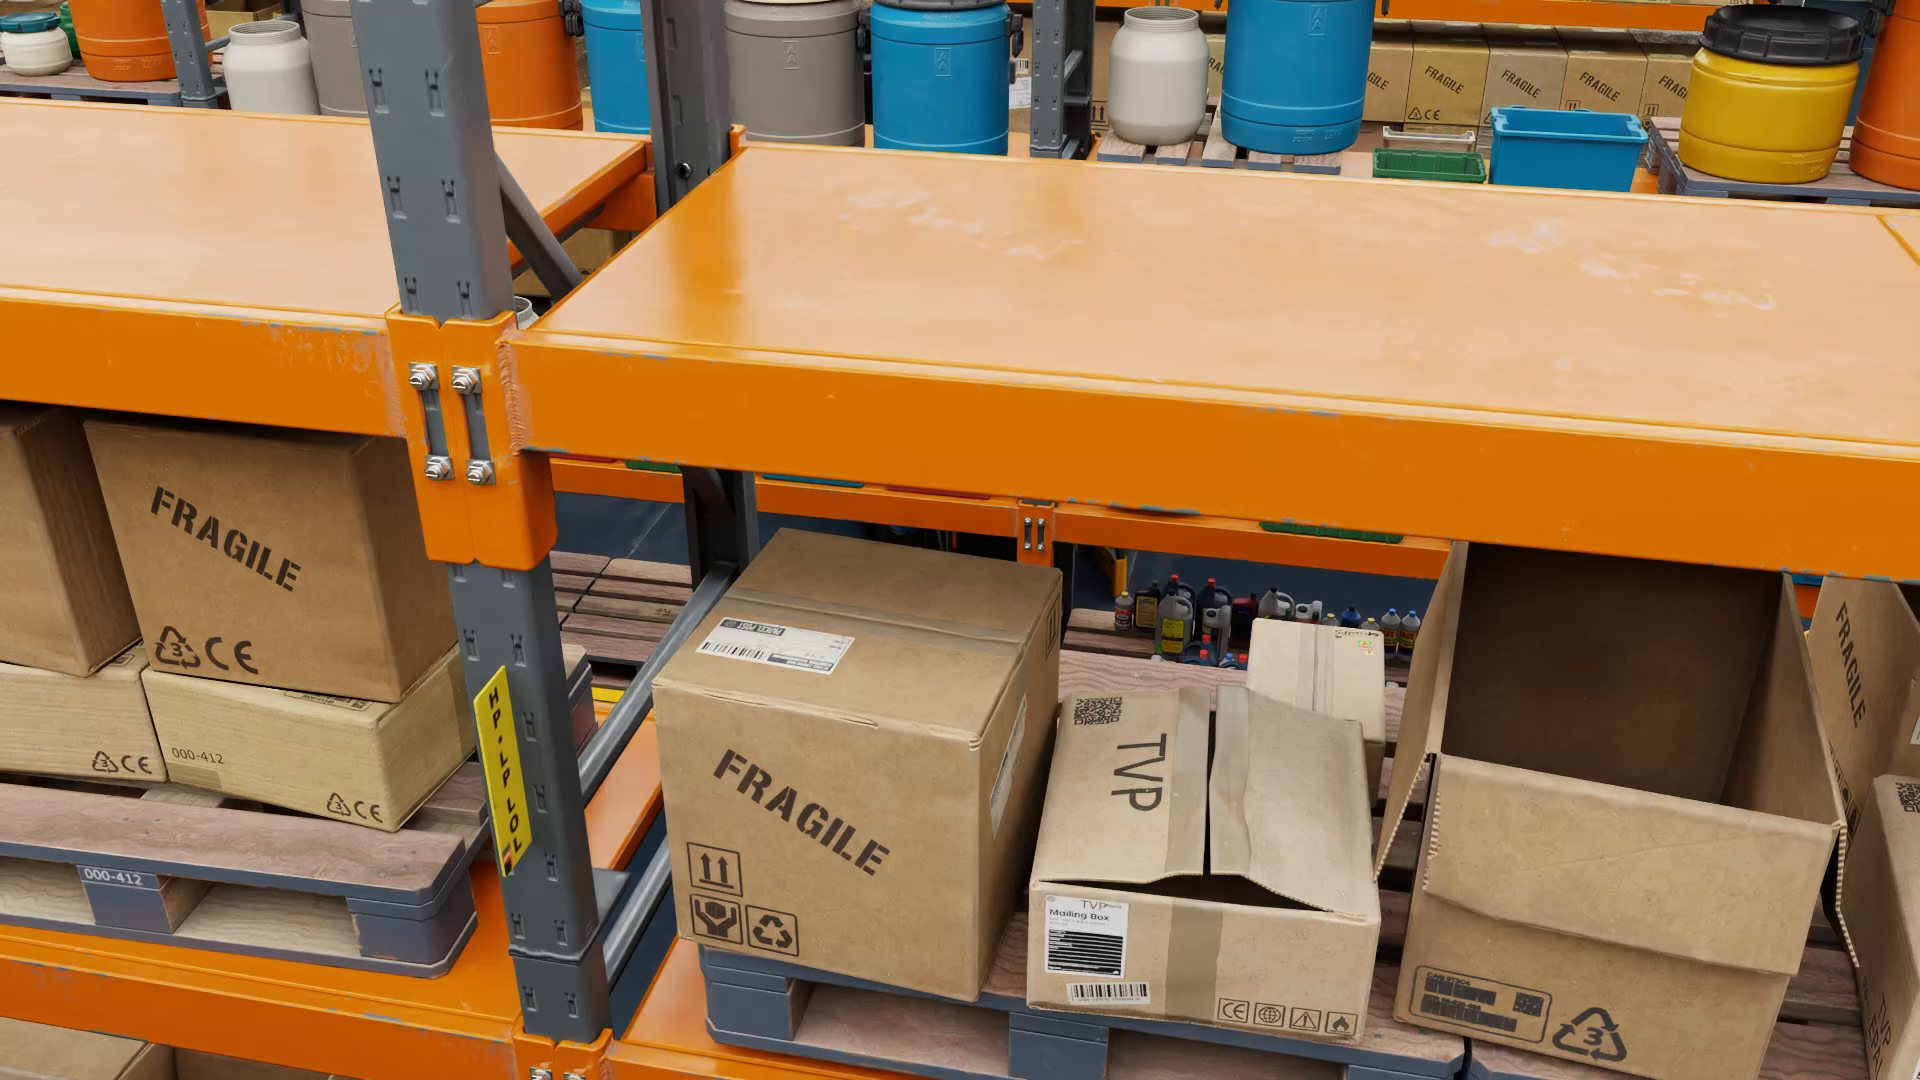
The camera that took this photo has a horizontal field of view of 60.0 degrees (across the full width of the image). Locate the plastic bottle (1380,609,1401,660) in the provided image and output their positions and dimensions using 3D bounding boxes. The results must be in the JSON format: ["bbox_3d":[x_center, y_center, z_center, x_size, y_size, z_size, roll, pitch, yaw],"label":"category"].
[{"bbox_3d":[2.229,0.480,8.632,0.097,0.271,0.097,0,29,0],"label":"plastic bottle"}]

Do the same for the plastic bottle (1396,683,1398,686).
[{"bbox_3d":[2.114,0.793,8.134,0.097,0.201,0.097,0,29,0],"label":"plastic bottle"}]

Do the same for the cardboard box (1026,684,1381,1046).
[{"bbox_3d":[0.386,0.480,2.635,0.500,0.311,0.500,4,29,8],"label":"cardboard box"}]

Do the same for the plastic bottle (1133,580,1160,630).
[{"bbox_3d":[0.998,0.340,8.876,0.133,0.283,0.061,7,30,13],"label":"plastic bottle"}]

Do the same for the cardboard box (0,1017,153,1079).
[{"bbox_3d":[-2.333,1.542,4.205,0.500,0.500,0.500,6,29,11],"label":"cardboard box"}]

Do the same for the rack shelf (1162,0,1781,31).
[{"bbox_3d":[3.448,-3.678,11.469,4.000,0.370,1.077,6,29,11],"label":"rack shelf"}]

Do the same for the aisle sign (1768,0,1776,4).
[{"bbox_3d":[5.528,-3.752,11.272,0.004,0.787,0.394,6,29,11],"label":"aisle sign"}]

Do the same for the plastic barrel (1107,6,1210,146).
[{"bbox_3d":[0.838,-1.965,7.039,0.421,0.512,0.421,0,29,0],"label":"plastic barrel"}]

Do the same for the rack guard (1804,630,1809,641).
[{"bbox_3d":[4.286,0.960,7.976,0.348,0.500,1.175,6,29,11],"label":"rack guard"}]

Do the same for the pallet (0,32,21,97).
[{"bbox_3d":[-5.469,-2.442,8.660,1.213,0.211,1.003,6,29,11],"label":"pallet"}]

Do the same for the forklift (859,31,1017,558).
[{"bbox_3d":[-0.354,-1.793,10.473,1.130,2.935,3.031,-9,30,-16],"label":"forklift"}]

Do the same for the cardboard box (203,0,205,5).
[{"bbox_3d":[-8.351,-6.046,18.431,0.250,0.149,0.380,5,29,9],"label":"cardboard box"}]

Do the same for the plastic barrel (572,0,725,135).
[{"bbox_3d":[-1.364,-2.168,7.440,0.708,0.901,0.600,6,29,11],"label":"plastic barrel"}]

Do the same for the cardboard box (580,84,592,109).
[{"bbox_3d":[-2.954,-3.256,12.970,0.500,0.500,0.500,7,29,12],"label":"cardboard box"}]

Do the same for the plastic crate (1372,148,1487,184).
[{"bbox_3d":[1.944,-1.489,6.943,0.450,0.188,0.336,6,29,11],"label":"plastic crate"}]

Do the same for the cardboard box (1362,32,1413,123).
[{"bbox_3d":[2.858,-3.227,11.565,0.500,0.500,0.500,6,29,11],"label":"cardboard box"}]

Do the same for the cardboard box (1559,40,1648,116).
[{"bbox_3d":[4.325,-3.076,11.290,0.500,0.500,0.500,6,29,11],"label":"cardboard box"}]

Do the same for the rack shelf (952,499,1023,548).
[{"bbox_3d":[0.363,-0.226,9.463,1.000,0.185,0.538,-9,29,-14],"label":"rack shelf"}]

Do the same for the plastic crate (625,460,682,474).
[{"bbox_3d":[-1.304,-0.501,8.262,0.662,0.188,0.450,6,29,11],"label":"plastic crate"}]

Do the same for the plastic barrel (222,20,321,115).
[{"bbox_3d":[-3.214,-2.143,7.800,0.421,0.512,0.421,0,29,0],"label":"plastic barrel"}]

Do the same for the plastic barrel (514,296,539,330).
[{"bbox_3d":[-2.403,-0.999,8.835,0.421,0.512,0.421,0,29,0],"label":"plastic barrel"}]

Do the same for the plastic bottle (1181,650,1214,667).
[{"bbox_3d":[1.161,0.693,8.161,0.185,0.351,0.144,7,29,12],"label":"plastic bottle"}]

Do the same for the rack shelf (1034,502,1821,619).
[{"bbox_3d":[2.414,-0.036,7.941,4.000,0.370,1.077,6,29,11],"label":"rack shelf"}]

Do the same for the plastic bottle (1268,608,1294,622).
[{"bbox_3d":[1.655,0.478,8.624,0.133,0.283,0.061,6,29,11],"label":"plastic bottle"}]

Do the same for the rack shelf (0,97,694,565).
[{"bbox_3d":[-2.536,-0.567,3.081,4.000,0.370,1.077,6,29,11],"label":"rack shelf"}]

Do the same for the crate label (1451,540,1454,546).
[{"bbox_3d":[2.514,-0.224,7.499,0.616,0.435,0.502,6,29,11],"label":"crate label"}]

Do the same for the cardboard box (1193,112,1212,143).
[{"bbox_3d":[1.920,-2.978,12.152,0.500,0.500,0.875,6,29,11],"label":"cardboard box"}]

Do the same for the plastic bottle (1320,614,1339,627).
[{"bbox_3d":[1.931,0.481,8.705,0.097,0.201,0.097,0,29,0],"label":"plastic bottle"}]

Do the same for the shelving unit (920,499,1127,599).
[{"bbox_3d":[0.352,-0.383,9.376,1.083,1.500,0.587,-9,29,-14],"label":"shelving unit"}]

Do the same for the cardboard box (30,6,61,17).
[{"bbox_3d":[-7.326,-4.047,13.583,0.500,0.500,0.500,6,29,11],"label":"cardboard box"}]

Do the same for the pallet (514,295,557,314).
[{"bbox_3d":[-3.175,-2.170,13.995,1.213,0.211,1.003,6,29,11],"label":"pallet"}]

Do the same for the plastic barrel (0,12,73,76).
[{"bbox_3d":[-4.533,-2.431,8.150,0.301,0.262,0.301,0,29,0],"label":"plastic barrel"}]

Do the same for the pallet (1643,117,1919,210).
[{"bbox_3d":[3.581,-1.513,6.962,1.213,0.211,1.003,6,29,11],"label":"pallet"}]

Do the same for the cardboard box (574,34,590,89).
[{"bbox_3d":[-3.131,-3.844,12.999,0.637,0.503,0.797,7,29,12],"label":"cardboard box"}]

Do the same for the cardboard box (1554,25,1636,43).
[{"bbox_3d":[4.436,-3.326,11.747,0.500,0.500,0.500,6,29,11],"label":"cardboard box"}]

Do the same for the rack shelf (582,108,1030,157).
[{"bbox_3d":[-1.498,-1.753,7.953,4.000,0.370,1.077,6,29,11],"label":"rack shelf"}]

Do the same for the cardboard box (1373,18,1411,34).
[{"bbox_3d":[2.968,-3.475,12.018,0.500,0.500,0.500,6,29,11],"label":"cardboard box"}]

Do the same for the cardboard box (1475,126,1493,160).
[{"bbox_3d":[3.878,-2.783,11.797,0.500,0.500,0.875,6,29,11],"label":"cardboard box"}]

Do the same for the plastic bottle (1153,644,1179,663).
[{"bbox_3d":[1.022,0.654,8.303,0.133,0.283,0.061,6,29,11],"label":"plastic bottle"}]

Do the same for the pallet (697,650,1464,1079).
[{"bbox_3d":[0.260,0.570,3.053,1.213,0.211,1.003,6,29,11],"label":"pallet"}]

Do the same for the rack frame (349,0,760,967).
[{"bbox_3d":[-0.580,-0.858,2.446,0.127,3.000,1.000,6,29,11],"label":"rack frame"}]

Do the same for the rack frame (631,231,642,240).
[{"bbox_3d":[-2.419,-3.279,13.116,0.127,3.000,1.000,6,29,11],"label":"rack frame"}]

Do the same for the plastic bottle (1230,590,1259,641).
[{"bbox_3d":[1.504,0.392,8.781,0.133,0.283,0.061,8,30,14],"label":"plastic bottle"}]

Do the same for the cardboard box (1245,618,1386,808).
[{"bbox_3d":[0.657,0.315,3.105,0.250,0.149,0.380,6,29,11],"label":"cardboard box"}]

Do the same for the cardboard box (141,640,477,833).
[{"bbox_3d":[-1.180,0.273,3.222,0.500,0.250,0.500,9,30,16],"label":"cardboard box"}]

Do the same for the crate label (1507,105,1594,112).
[{"bbox_3d":[2.608,-1.744,7.344,0.408,0.251,0.502,6,29,11],"label":"crate label"}]

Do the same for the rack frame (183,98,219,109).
[{"bbox_3d":[-3.454,-0.953,8.867,0.127,3.000,1.000,6,29,11],"label":"rack frame"}]
